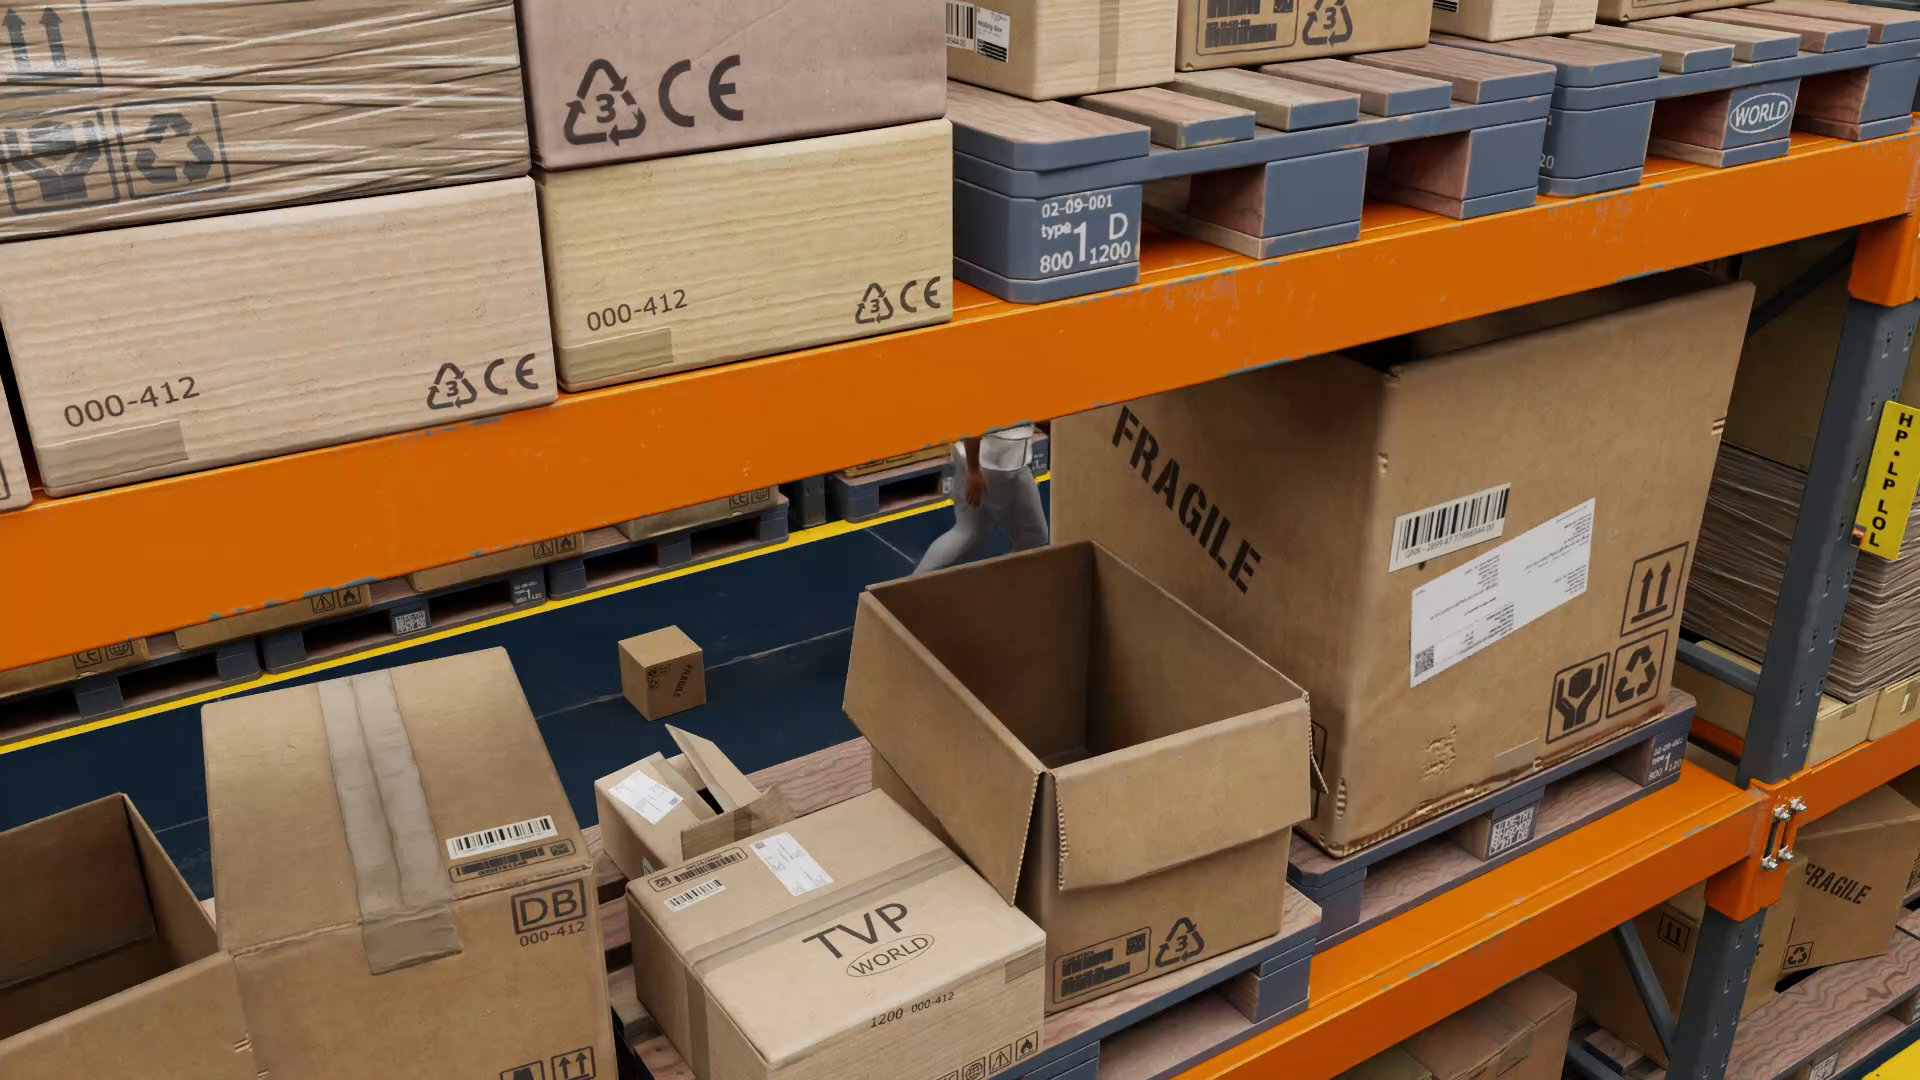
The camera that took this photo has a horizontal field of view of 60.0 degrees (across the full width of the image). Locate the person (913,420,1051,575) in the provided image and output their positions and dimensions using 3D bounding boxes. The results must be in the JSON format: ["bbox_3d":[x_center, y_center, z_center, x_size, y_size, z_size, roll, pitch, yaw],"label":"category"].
[{"bbox_3d":[0.098,-0.318,6.760,0.785,1.692,0.597,-4,26,-9],"label":"person"}]
